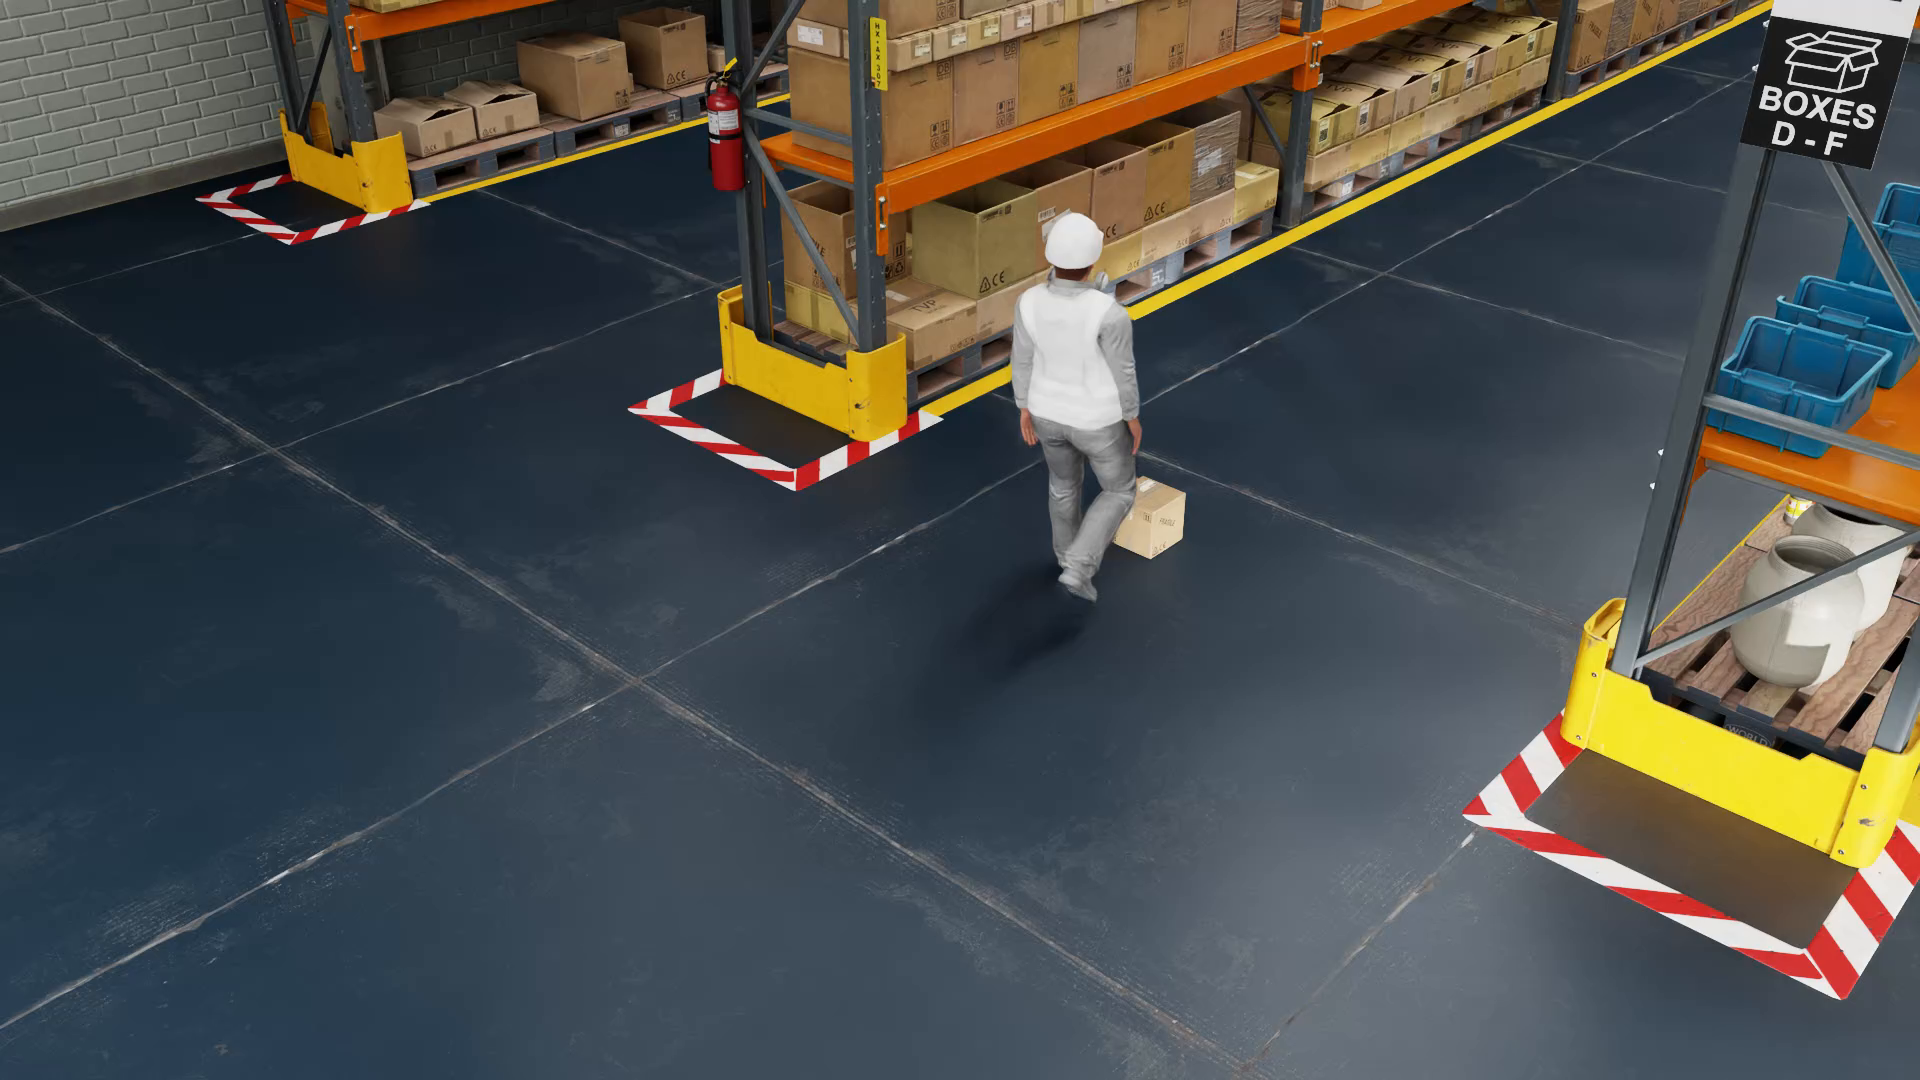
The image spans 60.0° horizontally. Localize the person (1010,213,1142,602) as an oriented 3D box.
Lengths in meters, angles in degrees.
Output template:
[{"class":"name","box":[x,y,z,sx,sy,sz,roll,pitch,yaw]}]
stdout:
[{"class":"person","box":[0.510,-0.559,7.013,0.549,1.757,0.752,17,35,26]}]
